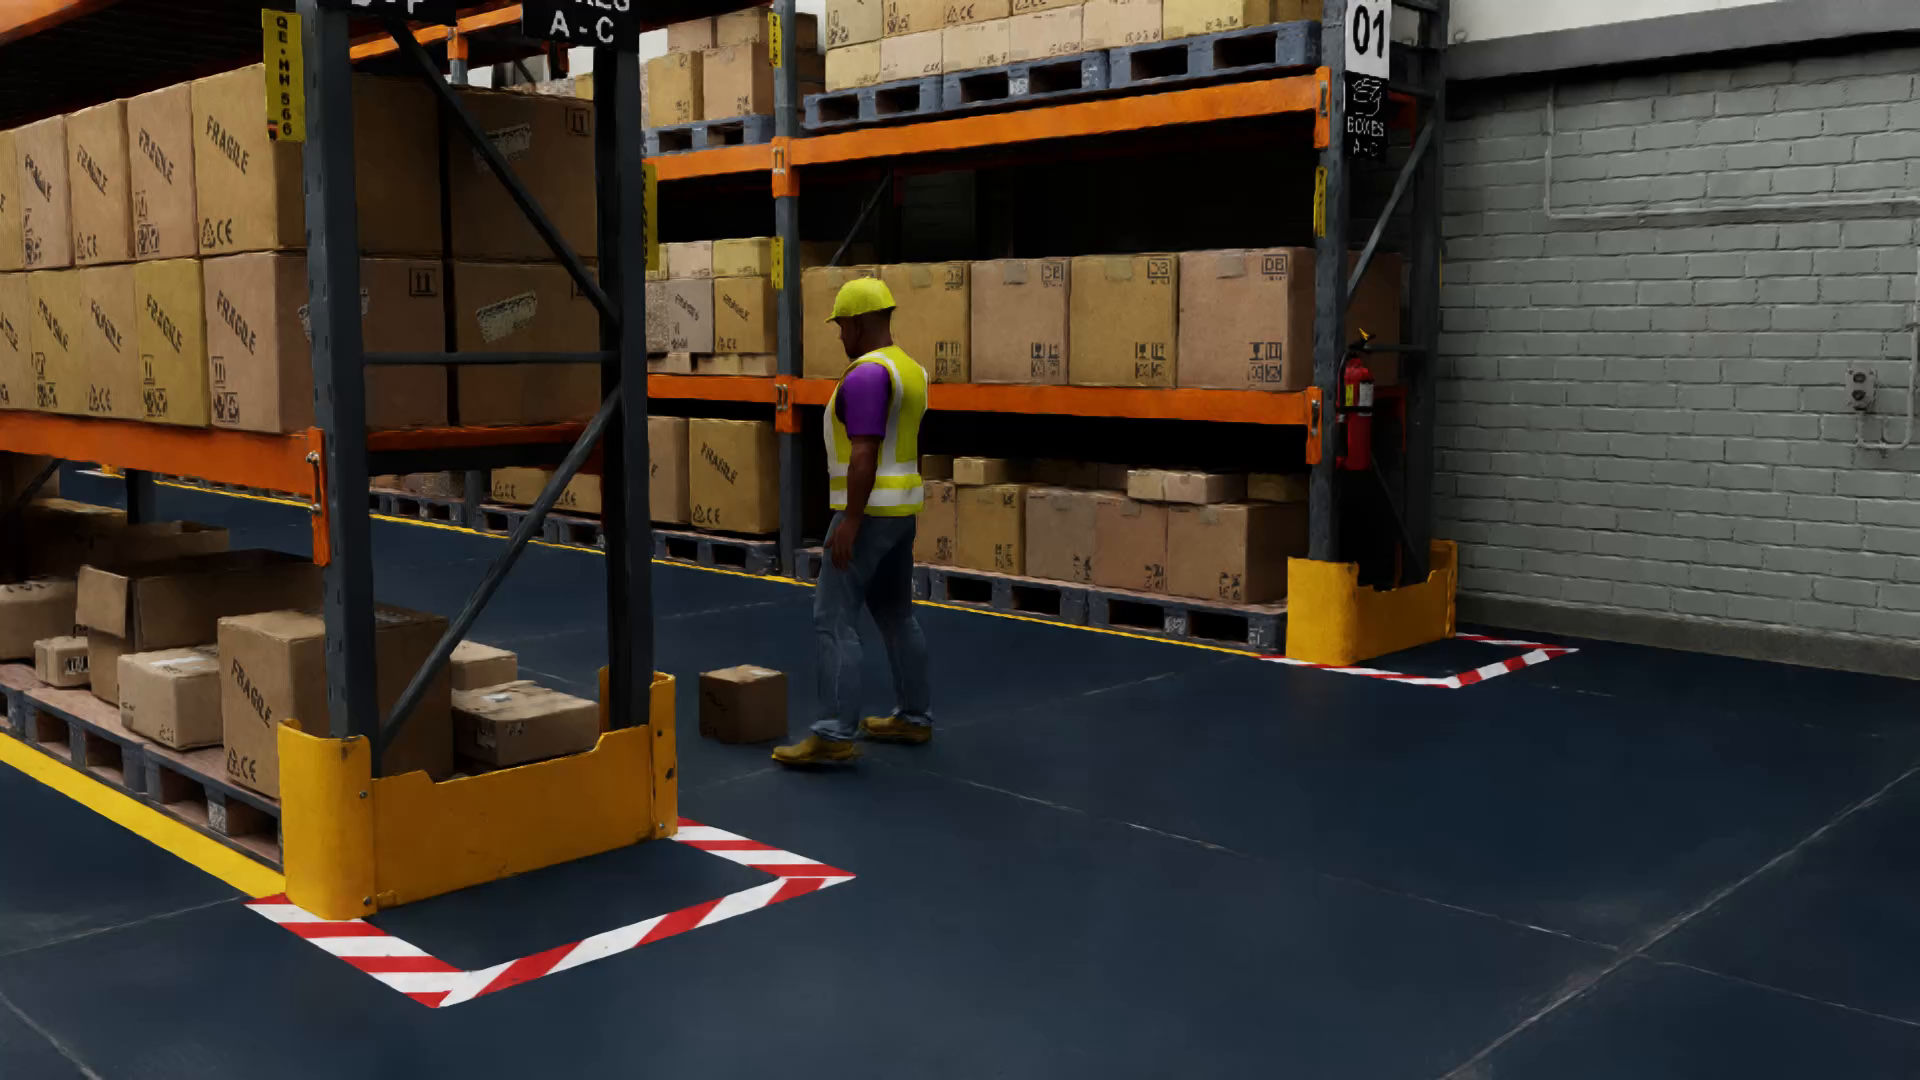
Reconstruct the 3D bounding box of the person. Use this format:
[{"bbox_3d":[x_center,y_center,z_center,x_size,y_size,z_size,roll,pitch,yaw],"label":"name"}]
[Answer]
[{"bbox_3d":[-0.376,-0.090,6.212,0.488,1.767,0.671,2,7,17],"label":"person"}]
